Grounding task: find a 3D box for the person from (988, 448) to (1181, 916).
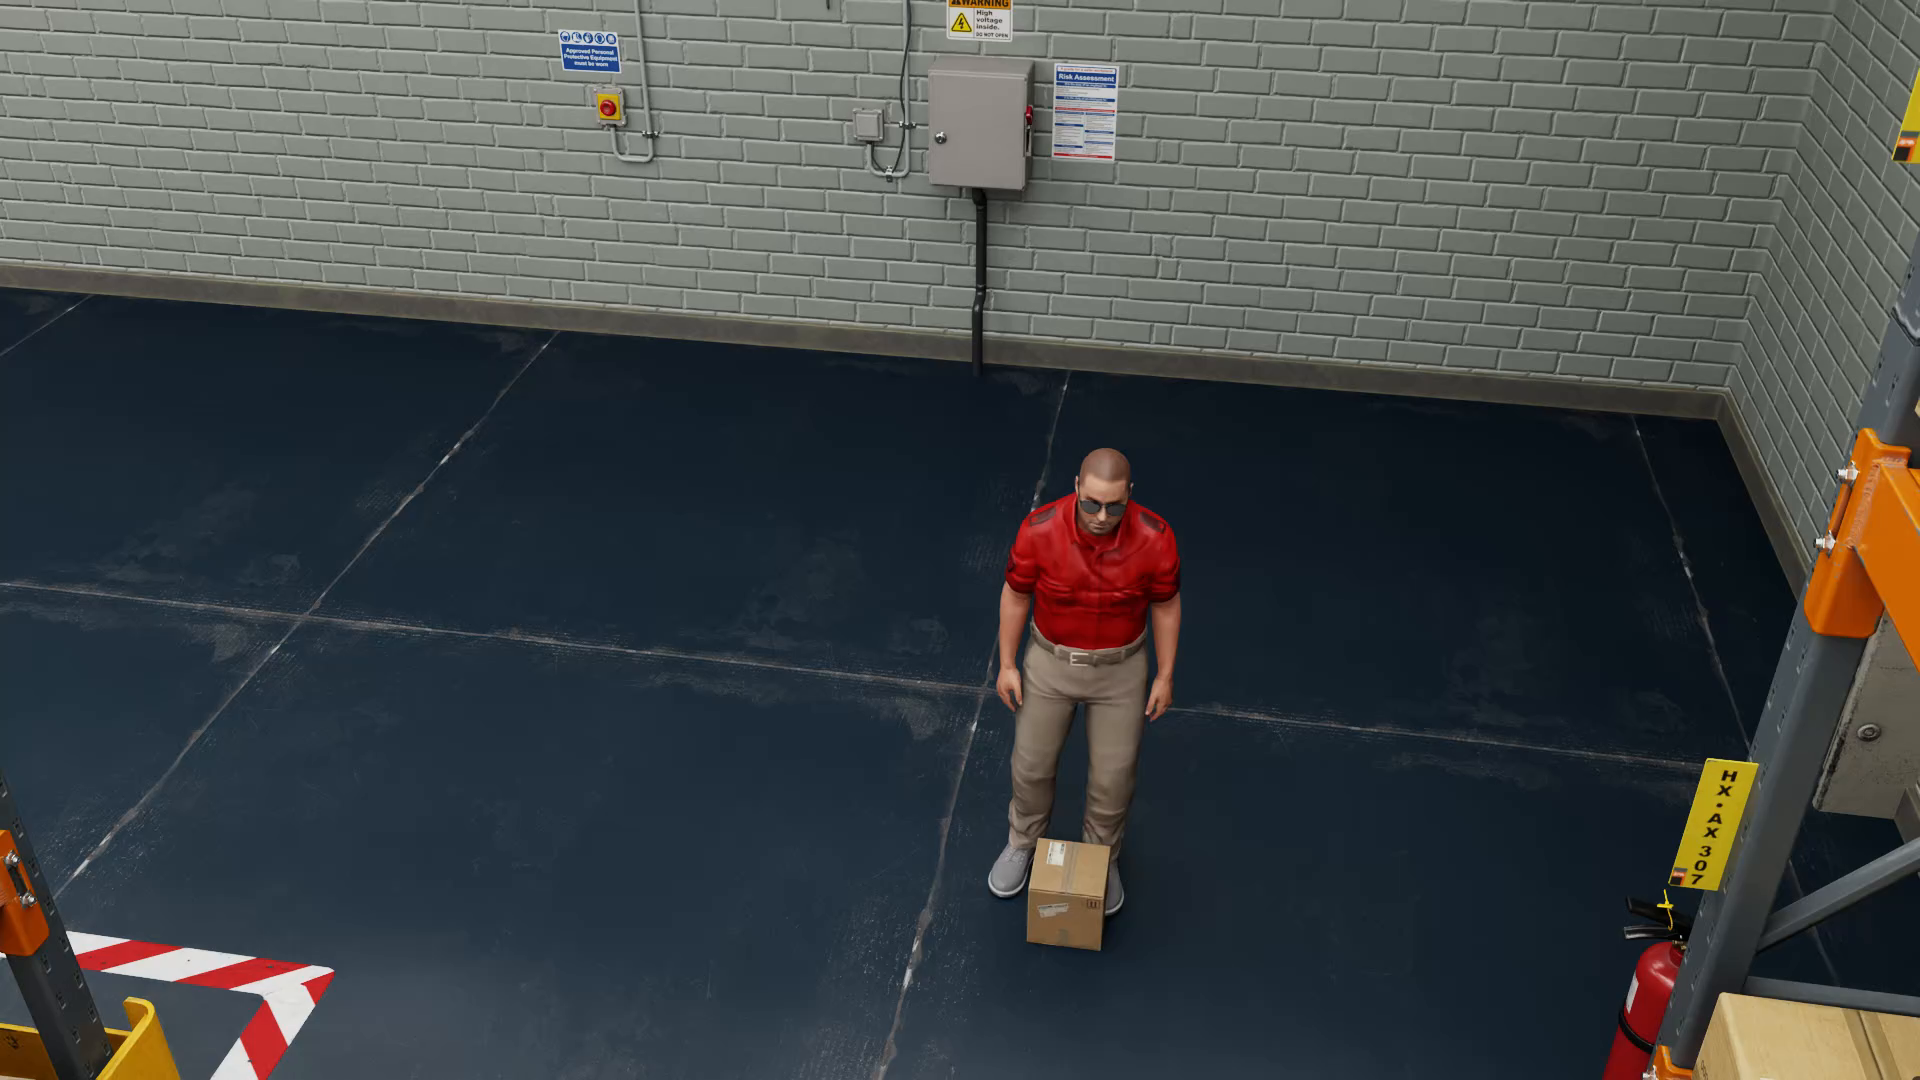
[{"bbox_3d":[0.407,0.450,5.436,0.599,1.726,0.436,3,32,5],"label":"person"}]
